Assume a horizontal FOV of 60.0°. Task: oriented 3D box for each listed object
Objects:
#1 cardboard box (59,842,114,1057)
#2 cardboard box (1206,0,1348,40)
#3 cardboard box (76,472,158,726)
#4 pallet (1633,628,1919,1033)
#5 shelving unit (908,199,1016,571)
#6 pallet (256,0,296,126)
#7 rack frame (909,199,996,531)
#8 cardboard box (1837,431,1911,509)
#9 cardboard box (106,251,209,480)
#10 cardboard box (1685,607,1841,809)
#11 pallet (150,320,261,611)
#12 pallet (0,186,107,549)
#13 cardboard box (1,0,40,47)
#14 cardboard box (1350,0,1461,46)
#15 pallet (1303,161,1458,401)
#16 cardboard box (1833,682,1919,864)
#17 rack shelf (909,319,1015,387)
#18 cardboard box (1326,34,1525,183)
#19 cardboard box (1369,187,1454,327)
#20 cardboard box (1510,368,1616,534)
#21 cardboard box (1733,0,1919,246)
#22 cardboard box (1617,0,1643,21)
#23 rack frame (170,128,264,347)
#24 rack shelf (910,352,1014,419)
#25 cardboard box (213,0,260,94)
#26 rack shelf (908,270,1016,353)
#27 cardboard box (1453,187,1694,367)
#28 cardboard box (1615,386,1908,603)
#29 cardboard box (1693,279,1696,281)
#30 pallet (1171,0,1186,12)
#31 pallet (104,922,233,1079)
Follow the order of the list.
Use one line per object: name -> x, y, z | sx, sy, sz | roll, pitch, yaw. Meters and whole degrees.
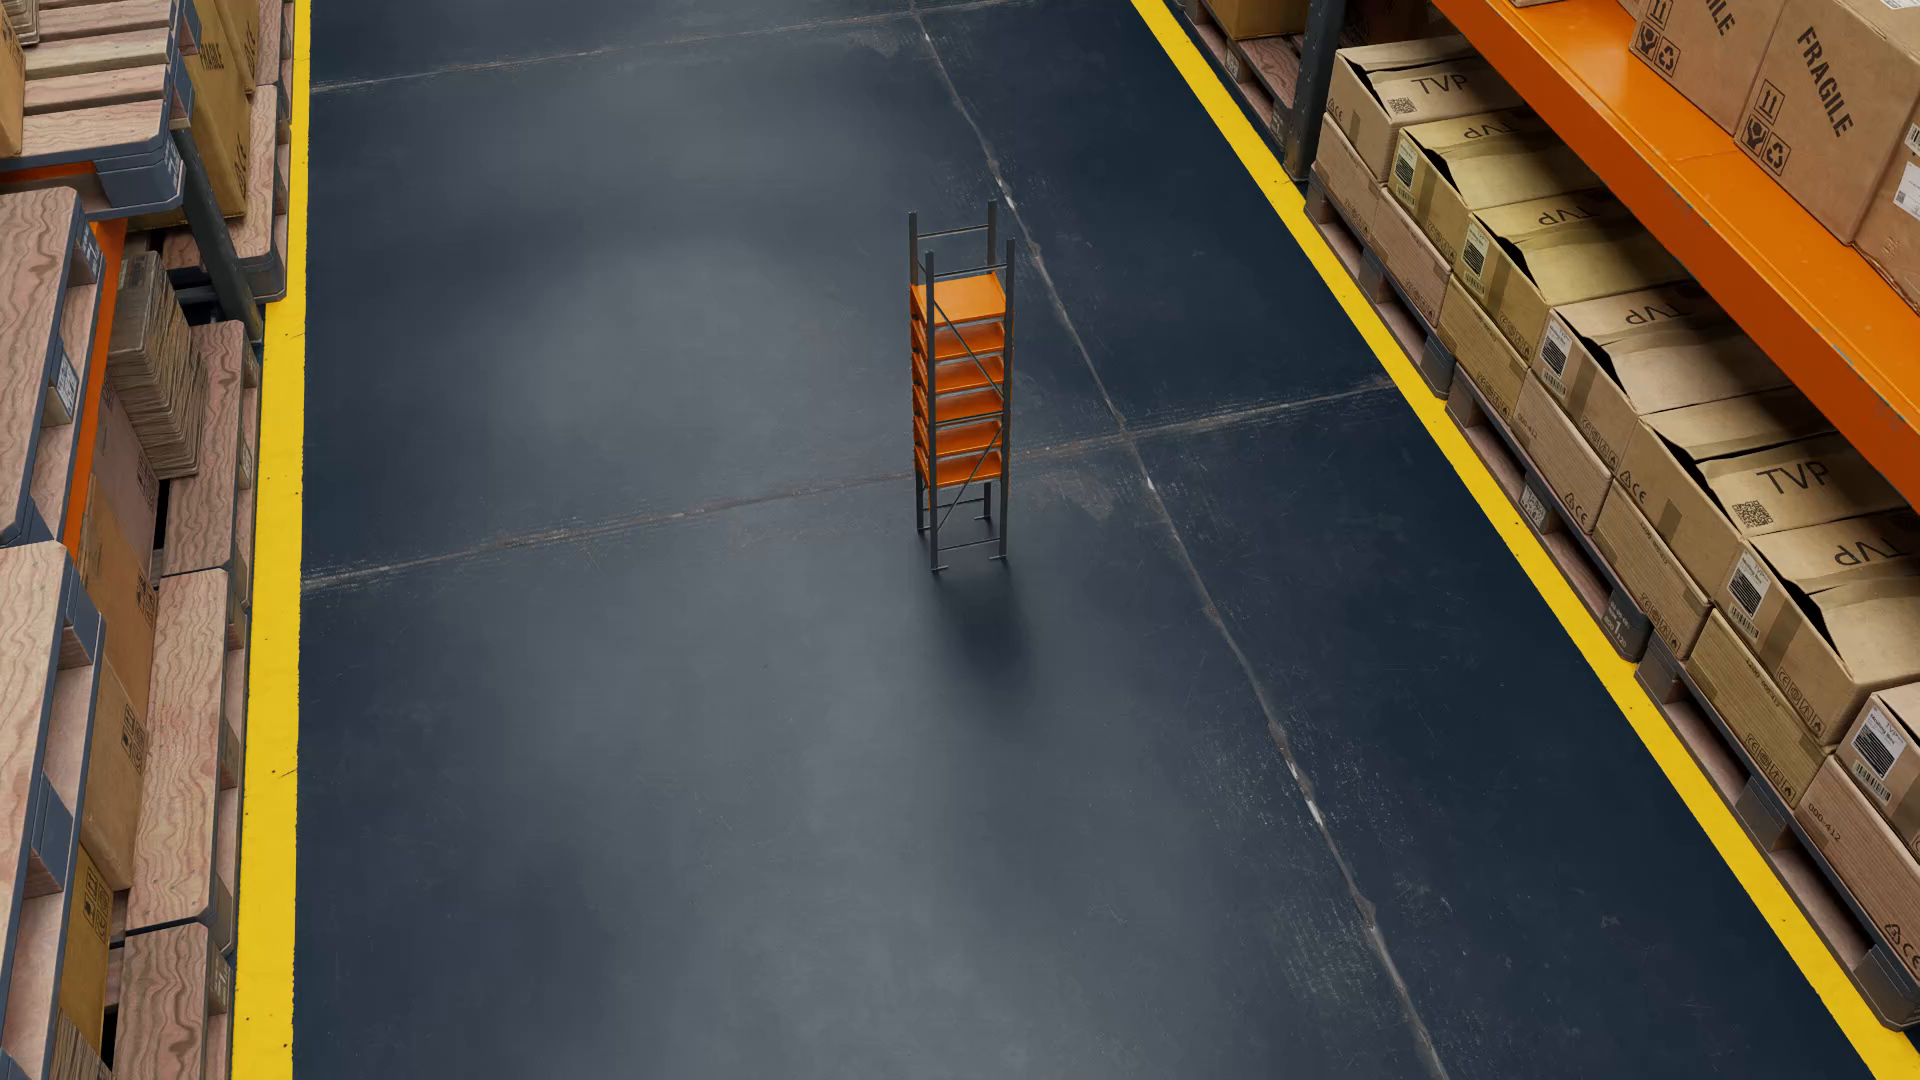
cardboard box -> -2.347, 0.934, 3.677 | 0.700, 0.500, 0.500 | -12, 47, -11
cardboard box -> 1.336, -2.487, 7.029 | 0.500, 0.500, 0.500 | -9, 46, -9
cardboard box -> -2.577, 0.227, 4.370 | 0.700, 0.500, 0.500 | -11, 47, -11
pallet -> 2.600, 0.631, 4.483 | 1.003, 0.211, 1.213 | -11, 47, -10
shelving unit -> 0.004, -0.410, 4.812 | 0.258, 1.200, 0.189 | -11, 47, -10
pallet -> -3.423, -2.119, 7.179 | 1.003, 0.211, 1.213 | -11, 47, -10
rack frame -> -0.020, -0.473, 4.874 | 0.240, 1.200, 0.006 | -11, 47, -10
cardboard box -> 2.704, -0.258, 4.642 | 0.500, 0.311, 0.500 | -12, 47, -12
cardboard box -> -2.751, -0.488, 5.070 | 0.700, 0.500, 0.500 | -10, 46, -10
cardboard box -> 2.312, 0.390, 4.399 | 0.500, 0.250, 0.500 | -11, 47, -11
pallet -> -2.787, -0.181, 5.279 | 1.003, 0.211, 1.213 | -11, 47, -10
pallet -> -2.439, -0.270, 3.549 | 1.003, 0.211, 1.213 | -11, 47, -10
cardboard box -> -2.856, -1.563, 4.303 | 0.700, 0.500, 0.500 | -16, 48, -15
cardboard box -> 1.962, -2.250, 6.797 | 0.500, 0.500, 0.500 | -9, 46, -9
pallet -> 1.975, -1.053, 6.134 | 1.003, 0.211, 1.213 | -11, 47, -10
cardboard box -> 2.445, 0.549, 3.850 | 0.500, 0.311, 0.500 | -11, 47, -10
rack shelf -> 0.004, -0.547, 4.672 | 0.258, 0.103, 0.180 | -11, 47, -10
cardboard box -> 1.652, -1.570, 5.927 | 0.500, 0.311, 0.500 | -9, 46, -9
cardboard box -> 1.782, -1.027, 5.787 | 0.500, 0.250, 0.500 | -12, 47, -11
cardboard box -> 2.052, -0.315, 5.090 | 0.500, 0.250, 0.500 | -10, 46, -10
cardboard box -> 2.382, -1.121, 4.178 | 0.500, 0.500, 0.500 | -11, 47, -10
cardboard box -> 2.183, -1.647, 4.939 | 0.380, 0.149, 0.250 | -8, 46, -7
rack frame -> -2.986, -1.696, 4.812 | 1.000, 3.000, 0.127 | -11, 47, -10
rack shelf -> 0.004, -0.463, 4.758 | 0.258, 0.103, 0.180 | -11, 47, -10
cardboard box -> -3.265, -2.229, 6.545 | 0.750, 0.750, 0.750 | -11, 47, -11
rack shelf -> 0.004, -0.631, 4.586 | 0.258, 0.103, 0.180 | -11, 47, -10
cardboard box -> 1.923, -0.857, 5.228 | 0.500, 0.311, 0.500 | -12, 47, -11
cardboard box -> 2.181, -0.154, 4.539 | 0.500, 0.311, 0.500 | -11, 47, -10
cardboard box -> 2.440, -0.962, 5.331 | 0.500, 0.311, 0.500 | -11, 47, -11
pallet -> 1.339, -2.992, 8.034 | 1.003, 0.211, 1.213 | -11, 47, -10
pallet -> -2.162, 1.504, 3.628 | 1.003, 0.211, 1.213 | -11, 47, -10
